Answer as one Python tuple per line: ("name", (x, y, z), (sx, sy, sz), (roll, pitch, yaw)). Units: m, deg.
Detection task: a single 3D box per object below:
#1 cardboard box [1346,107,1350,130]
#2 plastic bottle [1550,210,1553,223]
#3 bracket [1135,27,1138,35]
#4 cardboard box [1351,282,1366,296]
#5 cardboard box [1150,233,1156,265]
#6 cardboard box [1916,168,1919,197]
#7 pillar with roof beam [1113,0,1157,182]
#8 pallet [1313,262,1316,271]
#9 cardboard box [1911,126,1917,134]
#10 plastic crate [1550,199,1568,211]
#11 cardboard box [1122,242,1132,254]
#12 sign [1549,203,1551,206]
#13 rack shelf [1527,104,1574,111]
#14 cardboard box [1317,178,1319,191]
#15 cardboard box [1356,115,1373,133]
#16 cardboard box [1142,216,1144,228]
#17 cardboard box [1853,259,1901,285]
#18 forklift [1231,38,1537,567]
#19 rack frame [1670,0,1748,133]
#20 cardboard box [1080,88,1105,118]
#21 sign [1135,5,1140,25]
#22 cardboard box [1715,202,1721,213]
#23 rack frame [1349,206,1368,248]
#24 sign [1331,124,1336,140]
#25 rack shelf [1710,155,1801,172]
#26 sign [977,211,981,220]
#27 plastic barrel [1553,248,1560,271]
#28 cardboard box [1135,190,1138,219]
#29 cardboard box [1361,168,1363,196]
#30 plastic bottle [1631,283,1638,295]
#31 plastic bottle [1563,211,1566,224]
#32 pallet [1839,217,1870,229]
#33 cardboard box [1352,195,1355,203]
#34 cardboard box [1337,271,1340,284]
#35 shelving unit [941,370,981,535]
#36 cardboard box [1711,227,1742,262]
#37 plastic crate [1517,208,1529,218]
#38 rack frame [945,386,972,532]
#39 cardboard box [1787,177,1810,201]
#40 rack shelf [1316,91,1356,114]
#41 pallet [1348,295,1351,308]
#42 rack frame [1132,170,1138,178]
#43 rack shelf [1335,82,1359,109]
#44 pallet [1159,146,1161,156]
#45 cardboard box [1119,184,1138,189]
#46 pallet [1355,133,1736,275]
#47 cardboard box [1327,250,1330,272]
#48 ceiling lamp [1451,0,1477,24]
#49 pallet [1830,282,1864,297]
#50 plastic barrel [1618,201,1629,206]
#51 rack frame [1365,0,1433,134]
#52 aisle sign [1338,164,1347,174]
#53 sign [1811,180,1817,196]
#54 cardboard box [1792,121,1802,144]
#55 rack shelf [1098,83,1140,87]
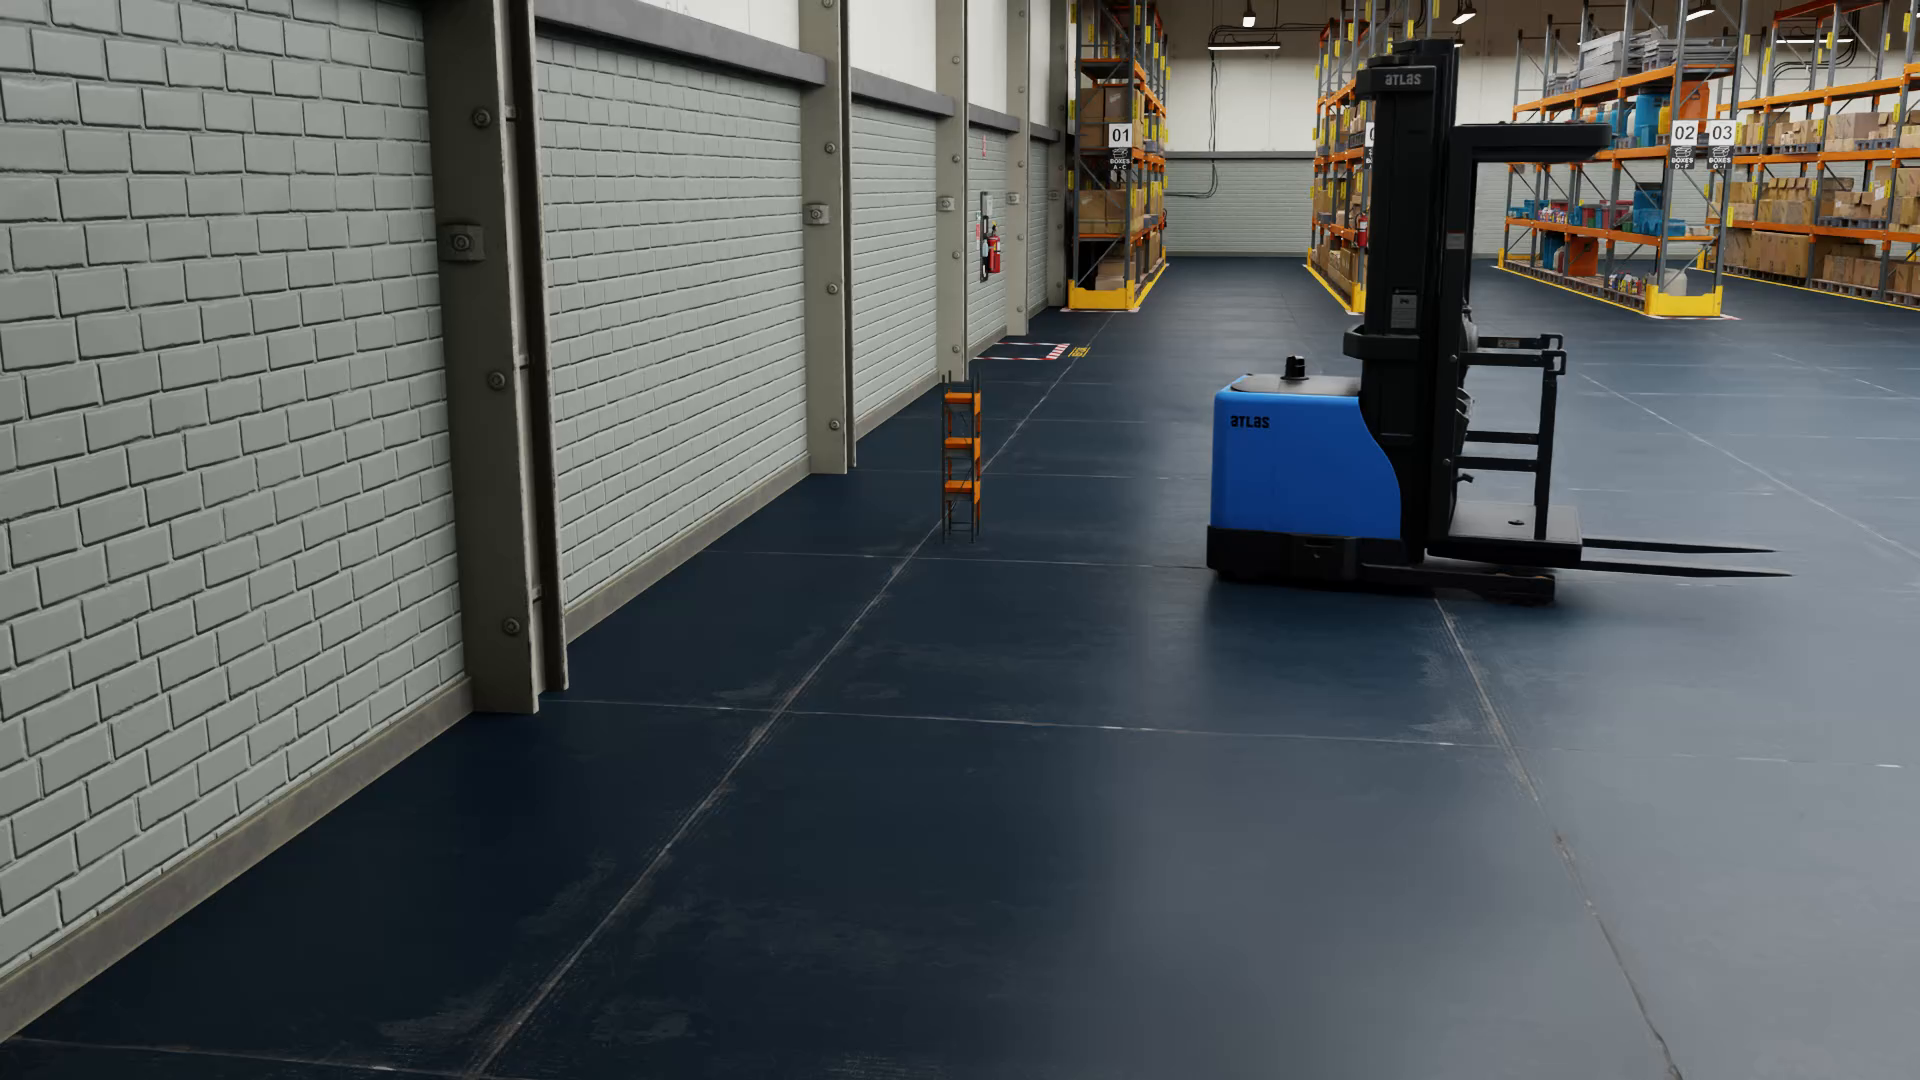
("cardboard box", (8.705, -9.196, 36.315), (0.500, 0.500, 0.500), (2, 12, 9))
("plastic bottle", (13.455, -7.342, 37.745), (0.097, 0.271, 0.097), (0, 12, 0))
("bracket", (4.814, -14.111, 46.068), (0.235, 0.232, 0.430), (2, 12, 9))
("cardboard box", (7.191, -4.419, 29.407), (0.500, 0.250, 0.500), (2, 12, 9))
("cardboard box", (4.246, -6.924, 39.607), (0.750, 0.750, 0.750), (2, 12, 10))
("cardboard box", (17.331, -6.337, 29.460), (0.500, 0.500, 0.500), (2, 12, 9))
("pillar with roof beam", (8.781, -12.310, 46.254), (9.100, 9.000, 0.548), (2, 12, 9))
("pallet", (9.538, -6.969, 42.329), (1.003, 0.211, 1.213), (2, 12, 9))
("cardboard box", (17.476, -7.420, 30.092), (0.380, 0.149, 0.250), (1, 12, 6))
("plastic crate", (14.525, -8.011, 40.253), (0.402, 0.464, 0.583), (2, 12, 9))
("cardboard box", (3.358, -6.142, 34.984), (0.500, 0.250, 0.500), (2, 12, 7))
("sign", (15.301, -8.671, 43.221), (0.100, 0.325, 0.005), (2, 12, 9))
("rack shelf", (14.448, -10.645, 40.844), (0.831, 0.071, 3.687), (2, 12, 9))
("cardboard box", (9.301, -8.902, 42.070), (0.500, 0.500, 0.500), (2, 12, 8))
("cardboard box", (7.403, -7.497, 29.922), (0.500, 0.311, 0.500), (3, 13, 15))
("cardboard box", (3.347, -6.257, 32.714), (0.500, 0.250, 0.500), (2, 12, 9))
("cardboard box", (18.097, -5.283, 32.775), (0.700, 0.500, 0.500), (1, 12, 4))
("forklift", (19.371, -5.206, 27.163), (22.390, 3.159, 46.598), (4, 13, 18))
("rack frame", (12.295, -8.208, 27.219), (1.000, 3.000, 0.127), (2, 12, 9))
("cardboard box", (2.313, -7.708, 29.362), (0.500, 0.500, 0.500), (2, 12, 11))
("sign", (3.042, -9.006, 28.520), (0.100, 0.325, 0.005), (2, 12, 9))
("cardboard box", (19.235, -8.318, 41.619), (0.500, 0.250, 0.500), (2, 12, 8))
("rack frame", (8.013, -6.269, 32.463), (0.949, 2.616, 0.053), (2, 12, 9))
("sign", (8.095, -8.839, 36.039), (0.100, 0.325, 0.005), (2, 12, 9))
("rack shelf", (19.342, -9.144, 40.389), (1.077, 0.370, 4.000), (2, 12, 9))
("sign", (0.240, -4.173, 21.394), (0.001, 0.109, 0.331), (2, 12, 9))
("plastic barrel", (13.756, -6.387, 37.921), (0.421, 0.512, 0.421), (0, 12, 0))
("cardboard box", (2.962, -6.091, 30.167), (0.500, 0.500, 0.500), (2, 12, 9))
("cardboard box", (7.723, -6.546, 30.432), (0.700, 0.500, 0.500), (2, 12, 9))
("plastic bottle", (12.144, -4.519, 29.939), (0.097, 0.201, 0.097), (0, 12, 0))
("plastic bottle", (13.201, -7.029, 36.268), (0.061, 0.283, 0.133), (2, 12, 9))
("pallet", (18.155, -6.273, 32.935), (1.003, 0.211, 1.213), (2, 12, 9))
("cardboard box", (7.783, -6.585, 32.153), (0.380, 0.149, 0.250), (2, 12, 9))
("cardboard box", (7.793, -5.226, 33.152), (0.500, 0.250, 0.500), (2, 12, 8))
("shelving unit", (0.008, -0.525, 10.436), (0.215, 1.050, 0.249), (2, 12, 9))
("cardboard box", (19.630, -7.476, 42.110), (0.875, 0.875, 0.875), (2, 12, 9))
("plastic crate", (14.144, -8.176, 41.566), (0.416, 0.233, 0.300), (2, 12, 9))
("rack frame", (-0.010, -0.499, 10.317), (0.190, 0.915, 0.003), (2, 12, 9))
("cardboard box", (18.747, -7.746, 36.699), (0.797, 0.503, 0.637), (2, 12, 10))
("rack shelf", (9.554, -10.930, 41.566), (1.077, 0.370, 4.000), (2, 12, 9))
("pallet", (15.141, -4.293, 29.913), (16.062, 0.211, 4.128), (2, 12, 9))
("rack frame", (18.426, -8.246, 34.518), (30.676, 5.616, 16.049), (2, 12, 9))
("rack shelf", (8.324, -9.071, 33.880), (1.077, 0.370, 4.000), (2, 12, 9))
("pallet", (4.487, -9.687, 41.413), (1.003, 0.211, 1.213), (2, 12, 9))
("cardboard box", (3.678, -7.702, 36.292), (0.380, 0.149, 0.250), (0, 12, -1))
("pallet", (13.567, -6.960, 35.524), (10.962, 3.061, 13.263), (2, 12, 9))
("cardboard box", (8.543, -6.297, 37.482), (0.500, 0.500, 0.500), (2, 12, 11))
("ceiling lamp", (11.788, -13.458, 37.727), (0.800, 3.185, 2.000), (2, 12, 9))
("pallet", (18.107, -5.001, 33.198), (1.003, 0.211, 1.213), (2, 12, 9))
("plastic barrel", (13.387, -6.519, 33.300), (0.433, 0.535, 0.433), (0, 12, 0))
("rack frame", (7.401, -8.369, 27.967), (1.000, 3.000, 0.127), (2, 12, 9))
("aisle sign", (10.175, -10.042, 43.800), (0.394, 0.787, 0.004), (2, 12, 9))
("sign", (17.870, -7.363, 34.792), (0.100, 0.325, 0.005), (2, 12, 9))
("cardboard box", (18.712, -8.928, 36.439), (0.797, 0.503, 0.637), (2, 12, 8))
("rack shelf", (3.428, -9.361, 34.593), (0.919, 0.052, 3.809), (2, 12, 9))
